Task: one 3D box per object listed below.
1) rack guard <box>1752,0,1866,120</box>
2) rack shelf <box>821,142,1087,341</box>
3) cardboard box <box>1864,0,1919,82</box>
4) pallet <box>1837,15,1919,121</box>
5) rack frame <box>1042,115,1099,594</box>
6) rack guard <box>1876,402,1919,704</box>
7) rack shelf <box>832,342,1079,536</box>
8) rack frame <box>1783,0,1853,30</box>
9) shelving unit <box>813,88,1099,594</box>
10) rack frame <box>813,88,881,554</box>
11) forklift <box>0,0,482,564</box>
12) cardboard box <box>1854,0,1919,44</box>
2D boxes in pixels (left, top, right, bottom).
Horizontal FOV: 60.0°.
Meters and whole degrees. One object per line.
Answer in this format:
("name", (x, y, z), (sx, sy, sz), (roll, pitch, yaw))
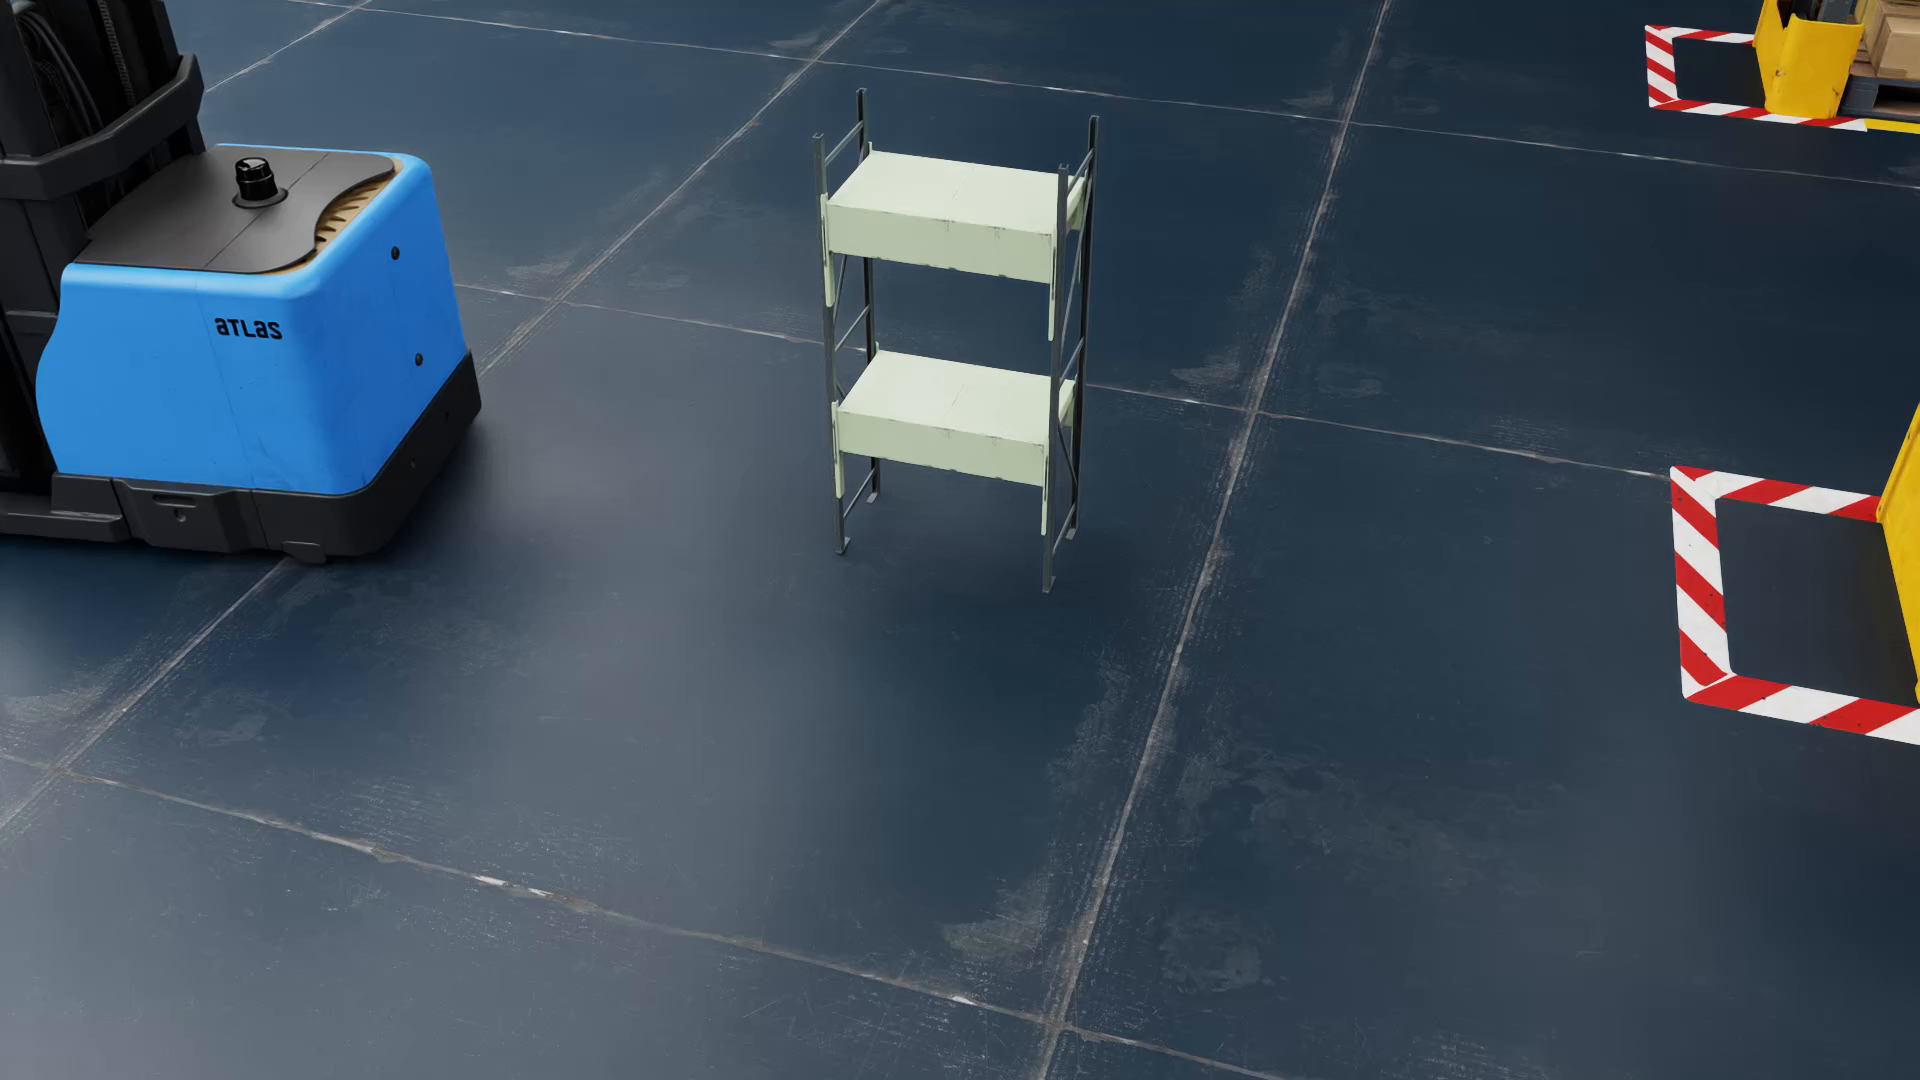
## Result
("rack guard", (4.619, -2.765, 9.086), (0.348, 0.500, 1.175), (10, 38, 14))
("rack shelf", (-0.006, -0.919, 5.076), (0.720, 0.370, 0.431), (10, 38, 14))
("cardboard box", (5.087, -2.609, 8.730), (0.500, 0.250, 0.500), (10, 38, 14))
("pallet", (5.384, -2.533, 9.014), (1.213, 0.211, 1.003), (10, 38, 14))
("rack frame", (0.343, -0.541, 5.219), (0.023, 1.500, 0.400), (10, 38, 14))
("rack guard", (3.248, 0.028, 5.291), (0.348, 0.500, 1.175), (10, 38, 14))
("rack shelf", (-0.006, -0.343, 5.500), (0.720, 0.370, 0.431), (10, 38, 14))
("rack frame", (4.642, -3.768, 8.339), (0.127, 3.000, 1.000), (10, 38, 14))
("shelving unit", (-0.006, -0.605, 5.307), (0.755, 1.500, 0.431), (10, 38, 14))
("rack frame", (-0.356, -0.670, 5.395), (0.023, 1.500, 0.400), (10, 38, 14))
("forklift", (-3.374, -1.489, 5.300), (3.031, 2.935, 1.130), (5, 37, 6))
("cardboard box", (5.242, -2.902, 9.128), (0.500, 0.250, 0.500), (10, 38, 14))
